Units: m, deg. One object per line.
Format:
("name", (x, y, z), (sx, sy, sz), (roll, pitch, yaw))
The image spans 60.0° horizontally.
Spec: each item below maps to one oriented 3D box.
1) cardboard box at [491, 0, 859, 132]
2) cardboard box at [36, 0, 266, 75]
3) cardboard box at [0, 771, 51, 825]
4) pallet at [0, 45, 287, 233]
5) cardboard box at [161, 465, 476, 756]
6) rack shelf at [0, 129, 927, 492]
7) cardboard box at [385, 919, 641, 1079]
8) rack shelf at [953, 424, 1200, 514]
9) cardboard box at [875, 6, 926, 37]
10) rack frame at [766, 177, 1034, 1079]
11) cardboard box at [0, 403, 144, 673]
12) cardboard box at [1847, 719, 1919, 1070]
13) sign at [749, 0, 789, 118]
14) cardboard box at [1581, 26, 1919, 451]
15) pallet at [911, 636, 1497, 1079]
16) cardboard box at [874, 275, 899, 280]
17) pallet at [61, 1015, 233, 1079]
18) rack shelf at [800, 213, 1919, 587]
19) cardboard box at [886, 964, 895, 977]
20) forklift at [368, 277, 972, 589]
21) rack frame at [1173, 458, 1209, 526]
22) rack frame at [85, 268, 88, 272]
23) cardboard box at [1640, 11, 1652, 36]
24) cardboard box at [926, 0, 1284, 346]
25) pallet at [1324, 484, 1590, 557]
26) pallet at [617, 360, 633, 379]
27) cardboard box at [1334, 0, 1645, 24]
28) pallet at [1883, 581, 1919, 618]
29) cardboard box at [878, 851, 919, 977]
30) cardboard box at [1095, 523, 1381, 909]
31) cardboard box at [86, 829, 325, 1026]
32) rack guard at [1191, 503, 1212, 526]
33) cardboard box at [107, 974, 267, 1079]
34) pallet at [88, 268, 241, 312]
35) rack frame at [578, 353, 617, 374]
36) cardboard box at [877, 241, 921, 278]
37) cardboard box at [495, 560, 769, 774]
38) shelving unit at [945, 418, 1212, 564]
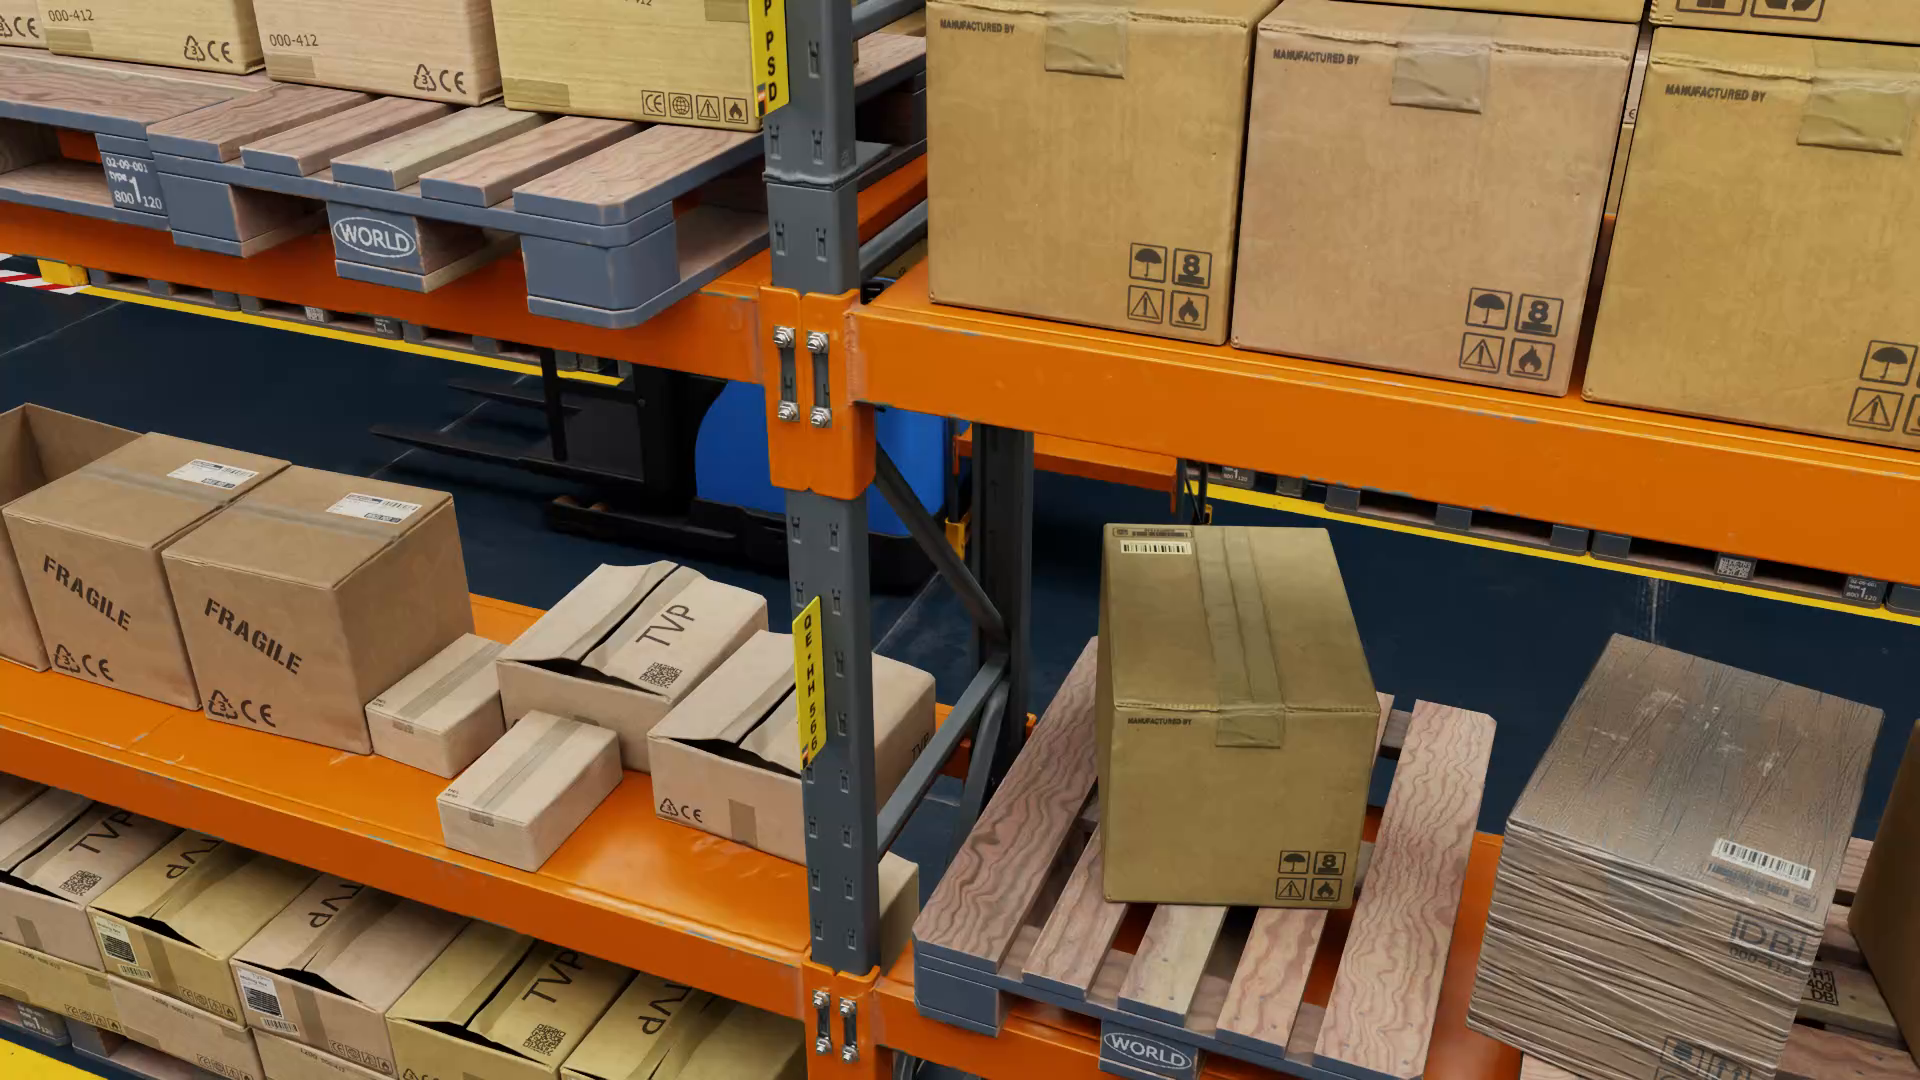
("cardboard box", (-0.511, -0.966, 3.088), (0.500, 0.250, 0.500), (9, 31, 15))
("cardboard box", (-1.530, -1.166, 3.441), (0.500, 0.250, 0.500), (11, 31, 18))
("cardboard box", (-3.025, 0.831, 5.029), (0.500, 0.311, 0.500), (11, 31, 19))
("pallet", (-1.770, -0.998, 3.611), (1.213, 0.211, 1.003), (13, 32, 21))
("cardboard box", (-1.631, 0.169, 4.301), (0.500, 0.500, 0.500), (10, 31, 16))
("rack shelf", (-1.923, -0.847, 3.883), (4.000, 0.370, 1.077), (11, 31, 19))
("cardboard box", (-1.132, 1.208, 4.362), (0.500, 0.311, 0.500), (11, 31, 18))
("rack shelf", (0.527, -0.397, 7.294), (1.000, 0.185, 0.538), (11, 31, 18))
("cardboard box", (-0.321, -2.395, 8.390), (0.500, 0.500, 0.700), (16, 33, 26))
("rack frame", (-0.070, 0.516, 3.789), (0.127, 3.000, 1.000), (11, 31, 19))
("cardboard box", (-2.583, -0.021, 4.637), (0.500, 0.500, 0.500), (14, 32, 23))
("cardboard box", (1.976, 0.731, 2.880), (0.500, 0.500, 0.700), (4, 30, 6))
("sign", (-0.286, -0.798, 2.459), (0.005, 0.325, 0.100), (11, 31, 19))
("cardboard box", (1.302, -0.578, 2.574), (0.500, 0.500, 0.910), (11, 31, 19))
("pallet", (0.585, 0.693, 3.671), (1.003, 0.211, 1.213), (11, 31, 19))
("cardboard box", (-0.274, -1.273, 9.047), (0.500, 0.500, 0.700), (12, 32, 20))
("pallet", (-1.945, 1.333, 5.177), (1.213, 0.211, 1.003), (11, 31, 19))
("rack shelf", (1.783, -0.107, 2.573), (4.000, 0.370, 1.077), (11, 31, 19))
("cardboard box", (-0.445, 1.299, 4.771), (0.500, 0.250, 0.500), (11, 31, 19))
("forklift", (-1.413, -1.510, 7.444), (3.031, 2.935, 1.130), (11, 31, 18))
("rack frame", (1.000, -0.463, 7.044), (0.032, 1.500, 0.500), (11, 31, 18))
("rack frame", (-5.624, -3.224, 10.405), (0.127, 3.000, 1.000), (11, 31, 19))
("cardboard box", (2.786, -2.189, 7.388), (0.500, 0.250, 0.500), (10, 31, 17))
("cardboard box", (0.347, -0.768, 2.911), (0.500, 0.500, 0.910), (11, 31, 19))
("pallet", (2.491, -0.349, 8.154), (1.213, 0.211, 1.003), (11, 31, 19))
("pallet", (-1.195, -1.126, 9.528), (1.213, 0.211, 1.003), (11, 31, 19))
("cardboard box", (0.805, -1.091, 2.466), (0.500, 0.500, 0.500), (11, 31, 19))
("pallet", (4.752, 0.102, 7.355), (1.213, 0.211, 1.003), (11, 31, 19))
("cardboard box", (-0.445, 1.055, 4.633), (0.500, 0.311, 0.500), (12, 32, 21))
("cardboard box", (0.556, 0.355, 3.546), (0.500, 0.500, 0.700), (1, 30, 2))
("cardboard box", (-2.062, 1.020, 4.695), (0.500, 0.311, 0.500), (12, 32, 20))
("rack guard", (0.999, 0.081, 7.352), (0.087, 0.250, 0.587), (11, 31, 18))
("cardboard box", (-2.071, 1.262, 4.837), (0.500, 0.250, 0.500), (12, 32, 20))
("pallet", (-4.814, -1.829, 10.772), (1.213, 0.211, 1.003), (11, 31, 19))
("rack frame", (-1.917, -2.484, 9.096), (0.127, 3.000, 1.000), (11, 31, 19))
("cardboard box", (-0.336, -1.610, 8.882), (0.500, 0.250, 0.500), (10, 31, 18))
("cardboard box", (-0.826, 0.301, 4.260), (0.500, 0.311, 0.500), (11, 31, 19))
("shelving unit", (0.535, -0.552, 7.202), (1.083, 1.500, 0.587), (11, 31, 18))
